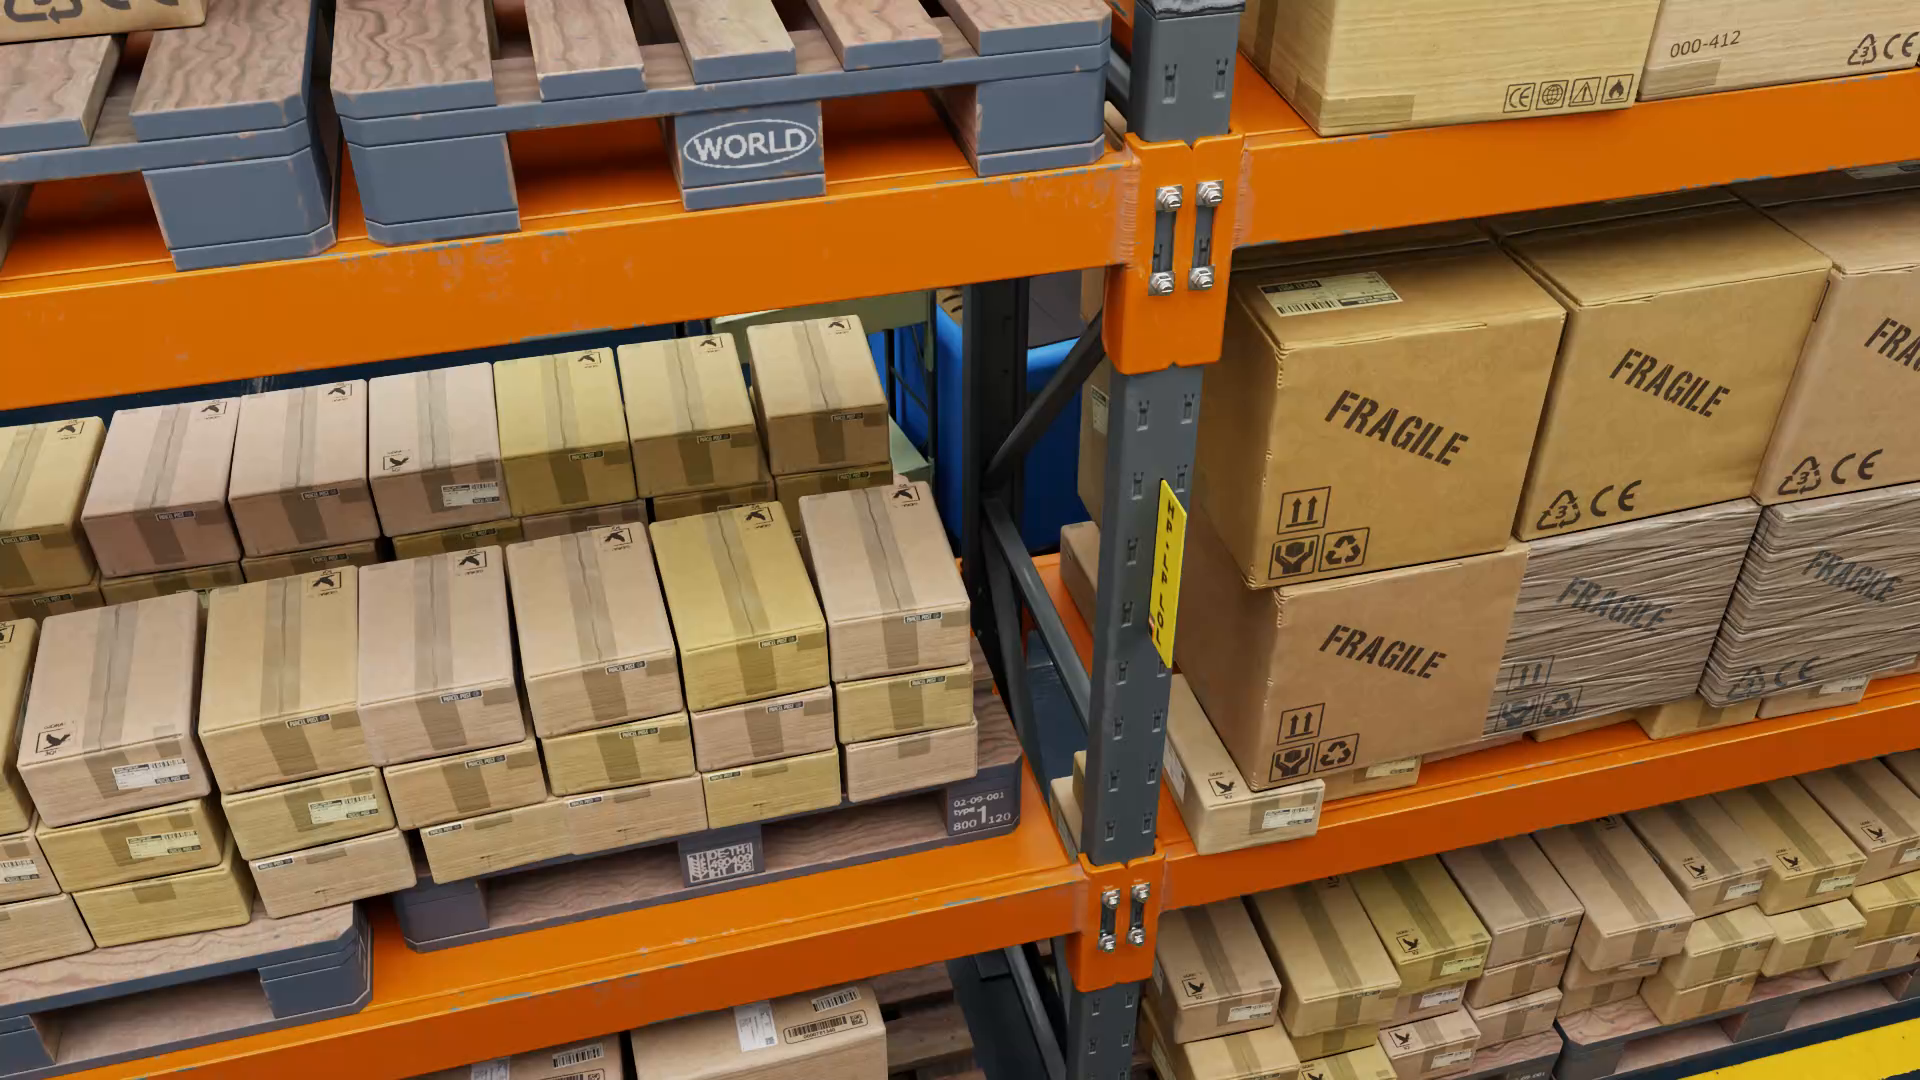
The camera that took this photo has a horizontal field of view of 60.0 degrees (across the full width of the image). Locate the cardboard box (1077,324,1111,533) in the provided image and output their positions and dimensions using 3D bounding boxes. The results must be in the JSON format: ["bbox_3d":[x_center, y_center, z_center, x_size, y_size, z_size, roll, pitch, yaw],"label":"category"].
[{"bbox_3d":[0.586,-0.205,3.723,0.500,0.500,0.500,-9,38,-12],"label":"cardboard box"}]

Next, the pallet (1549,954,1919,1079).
[{"bbox_3d":[2.012,0.980,4.795,1.213,0.211,1.003,-9,38,-12],"label":"pallet"}]

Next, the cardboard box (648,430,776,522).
[{"bbox_3d":[-0.557,-0.155,3.601,0.250,0.149,0.380,-10,39,-13],"label":"cardboard box"}]

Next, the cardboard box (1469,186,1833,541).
[{"bbox_3d":[1.189,-0.380,3.128,0.500,0.500,0.500,-10,39,-13],"label":"cardboard box"}]

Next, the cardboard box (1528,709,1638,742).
[{"bbox_3d":[1.289,0.245,3.668,0.250,0.149,0.380,-11,39,-14],"label":"cardboard box"}]

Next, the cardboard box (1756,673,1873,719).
[{"bbox_3d":[1.810,0.205,3.721,0.250,0.149,0.380,-8,38,-10],"label":"cardboard box"}]

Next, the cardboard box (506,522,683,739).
[{"bbox_3d":[-0.653,0.152,2.953,0.250,0.149,0.380,-11,39,-13],"label":"cardboard box"}]

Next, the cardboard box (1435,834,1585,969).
[{"bbox_3d":[1.338,0.859,4.170,0.250,0.149,0.380,-10,39,-13],"label":"cardboard box"}]

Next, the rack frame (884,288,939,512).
[{"bbox_3d":[-0.167,-0.501,5.670,0.023,1.500,0.400,-16,40,-20],"label":"rack frame"}]

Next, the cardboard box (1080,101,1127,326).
[{"bbox_3d":[0.576,-0.593,3.407,0.500,0.500,0.500,-11,39,-14],"label":"cardboard box"}]

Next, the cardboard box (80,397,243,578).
[{"bbox_3d":[-1.555,-0.110,3.297,0.250,0.149,0.380,-8,38,-10],"label":"cardboard box"}]

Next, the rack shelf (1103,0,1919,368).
[{"bbox_3d":[2.124,-1.028,3.248,4.000,0.370,1.077,-9,38,-12],"label":"rack shelf"}]

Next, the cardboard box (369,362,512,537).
[{"bbox_3d":[-1.065,-0.191,3.402,0.250,0.149,0.380,-10,38,-13],"label":"cardboard box"}]

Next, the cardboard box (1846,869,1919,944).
[{"bbox_3d":[2.369,0.862,4.410,0.250,0.149,0.380,-7,38,-10],"label":"cardboard box"}]

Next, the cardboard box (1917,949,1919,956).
[{"bbox_3d":[2.637,0.948,4.543,0.250,0.149,0.380,-11,39,-14],"label":"cardboard box"}]

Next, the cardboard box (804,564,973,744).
[{"bbox_3d":[-0.140,0.189,3.151,0.250,0.149,0.380,-8,38,-11],"label":"cardboard box"}]

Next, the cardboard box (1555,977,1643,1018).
[{"bbox_3d":[1.594,1.046,4.414,0.250,0.149,0.380,-11,39,-14],"label":"cardboard box"}]

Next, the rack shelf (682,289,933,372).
[{"bbox_3d":[-0.499,-0.717,5.311,0.720,0.370,0.431,-16,40,-20],"label":"rack shelf"}]

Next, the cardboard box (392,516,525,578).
[{"bbox_3d":[-1.057,-0.073,3.493,0.250,0.149,0.380,-11,39,-14],"label":"cardboard box"}]

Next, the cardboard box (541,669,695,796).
[{"bbox_3d":[-0.634,0.269,3.046,0.250,0.149,0.380,-8,38,-10],"label":"cardboard box"}]

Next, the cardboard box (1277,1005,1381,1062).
[{"bbox_3d":[0.847,1.080,4.126,0.250,0.149,0.380,-9,38,-12],"label":"cardboard box"}]

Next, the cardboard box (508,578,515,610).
[{"bbox_3d":[-1.058,0.044,3.584,0.250,0.149,0.380,-9,38,-11],"label":"cardboard box"}]

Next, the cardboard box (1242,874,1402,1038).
[{"bbox_3d":[0.861,0.982,4.008,0.250,0.149,0.380,-8,38,-10],"label":"cardboard box"}]

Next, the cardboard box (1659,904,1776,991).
[{"bbox_3d":[1.866,0.946,4.300,0.250,0.149,0.380,-10,38,-12],"label":"cardboard box"}]

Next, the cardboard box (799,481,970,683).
[{"bbox_3d":[-0.144,0.070,3.062,0.250,0.149,0.380,-8,38,-10],"label":"cardboard box"}]

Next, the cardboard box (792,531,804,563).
[{"bbox_3d":[-0.307,-0.080,3.746,0.250,0.149,0.380,-11,39,-14],"label":"cardboard box"}]

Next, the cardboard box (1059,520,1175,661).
[{"bbox_3d":[0.408,0.112,3.841,0.250,0.149,0.380,-10,38,-12],"label":"cardboard box"}]

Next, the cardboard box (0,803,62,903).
[{"bbox_3d":[-1.647,0.435,2.829,0.250,0.149,0.380,-8,38,-10],"label":"cardboard box"}]

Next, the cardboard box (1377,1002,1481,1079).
[{"bbox_3d":[1.112,1.179,4.241,0.250,0.149,0.380,-9,38,-12],"label":"cardboard box"}]

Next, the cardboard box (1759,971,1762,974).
[{"bbox_3d":[2.104,0.975,4.507,0.250,0.149,0.380,-8,38,-11],"label":"cardboard box"}]

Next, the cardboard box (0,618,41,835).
[{"bbox_3d":[-1.662,0.319,2.735,0.250,0.149,0.380,-10,39,-13],"label":"cardboard box"}]

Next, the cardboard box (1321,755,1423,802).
[{"bbox_3d":[0.782,0.357,3.521,0.250,0.149,0.380,-8,38,-11],"label":"cardboard box"}]

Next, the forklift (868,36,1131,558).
[{"bbox_3d":[1.210,-1.498,5.796,3.031,2.935,1.130,-16,40,-20],"label":"forklift"}]

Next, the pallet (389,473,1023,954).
[{"bbox_3d":[-0.583,0.307,3.538,1.213,0.211,1.003,-9,38,-12],"label":"pallet"}]

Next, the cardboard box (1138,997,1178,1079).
[{"bbox_3d":[0.628,1.291,4.094,0.250,0.149,0.380,-11,39,-14],"label":"cardboard box"}]

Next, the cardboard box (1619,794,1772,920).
[{"bbox_3d":[1.847,0.775,4.280,0.250,0.149,0.380,-11,39,-14],"label":"cardboard box"}]

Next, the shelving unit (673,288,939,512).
[{"bbox_3d":[-0.499,-0.407,5.548,0.755,1.500,0.431,-16,40,-20],"label":"shelving unit"}]

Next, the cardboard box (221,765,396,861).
[{"bbox_3d":[-1.148,0.355,2.934,0.250,0.149,0.380,-11,39,-14],"label":"cardboard box"}]

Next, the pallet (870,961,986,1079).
[{"bbox_3d":[-0.558,1.427,4.211,1.213,0.211,1.003,-9,38,-12],"label":"pallet"}]

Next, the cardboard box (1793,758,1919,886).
[{"bbox_3d":[2.340,0.700,4.377,0.250,0.149,0.380,-11,39,-13],"label":"cardboard box"}]

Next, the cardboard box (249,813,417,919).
[{"bbox_3d":[-1.140,0.474,3.023,0.250,0.149,0.380,-11,39,-14],"label":"cardboard box"}]

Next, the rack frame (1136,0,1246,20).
[{"bbox_3d":[0.193,-2.188,1.704,0.127,3.000,1.000,-9,38,-12],"label":"rack frame"}]

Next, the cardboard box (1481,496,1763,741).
[{"bbox_3d":[1.213,0.024,3.423,0.500,0.500,0.500,-9,38,-12],"label":"cardboard box"}]

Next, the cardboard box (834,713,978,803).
[{"bbox_3d":[-0.139,0.307,3.241,0.250,0.149,0.380,-10,39,-13],"label":"cardboard box"}]

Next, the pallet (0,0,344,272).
[{"bbox_3d":[-1.431,-0.721,2.409,1.003,0.211,1.213,-9,38,-12],"label":"pallet"}]

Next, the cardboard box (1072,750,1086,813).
[{"bbox_3d":[0.469,0.715,4.358,0.250,0.149,0.380,-8,38,-11],"label":"cardboard box"}]

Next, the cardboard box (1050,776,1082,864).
[{"bbox_3d":[0.414,0.806,4.484,0.250,0.149,0.380,-9,38,-11],"label":"cardboard box"}]

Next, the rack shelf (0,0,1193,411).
[{"bbox_3d":[-1.738,-0.394,2.420,4.000,0.370,1.077,-9,38,-12],"label":"rack shelf"}]

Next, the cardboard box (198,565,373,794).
[{"bbox_3d":[-1.144,0.231,2.851,0.250,0.149,0.380,-11,39,-13],"label":"cardboard box"}]

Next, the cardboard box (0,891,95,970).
[{"bbox_3d":[-1.653,0.557,2.914,0.250,0.149,0.380,-11,39,-13],"label":"cardboard box"}]

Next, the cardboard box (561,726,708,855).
[{"bbox_3d":[-0.630,0.387,3.137,0.250,0.149,0.380,-9,38,-12],"label":"cardboard box"}]

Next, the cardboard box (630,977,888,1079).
[{"bbox_3d":[-0.460,0.989,3.582,0.500,0.250,0.500,-10,39,-13],"label":"cardboard box"}]

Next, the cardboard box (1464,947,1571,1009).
[{"bbox_3d":[1.335,0.979,4.257,0.250,0.149,0.380,-11,39,-14],"label":"cardboard box"}]

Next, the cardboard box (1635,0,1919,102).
[{"bbox_3d":[1.190,-0.940,2.665,0.500,0.250,0.500,-10,39,-13],"label":"cardboard box"}]

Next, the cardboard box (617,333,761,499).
[{"bbox_3d":[-0.575,-0.268,3.503,0.250,0.149,0.380,-8,38,-11],"label":"cardboard box"}]

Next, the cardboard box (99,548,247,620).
[{"bbox_3d":[-1.573,0.013,3.380,0.250,0.149,0.380,-10,39,-13],"label":"cardboard box"}]
